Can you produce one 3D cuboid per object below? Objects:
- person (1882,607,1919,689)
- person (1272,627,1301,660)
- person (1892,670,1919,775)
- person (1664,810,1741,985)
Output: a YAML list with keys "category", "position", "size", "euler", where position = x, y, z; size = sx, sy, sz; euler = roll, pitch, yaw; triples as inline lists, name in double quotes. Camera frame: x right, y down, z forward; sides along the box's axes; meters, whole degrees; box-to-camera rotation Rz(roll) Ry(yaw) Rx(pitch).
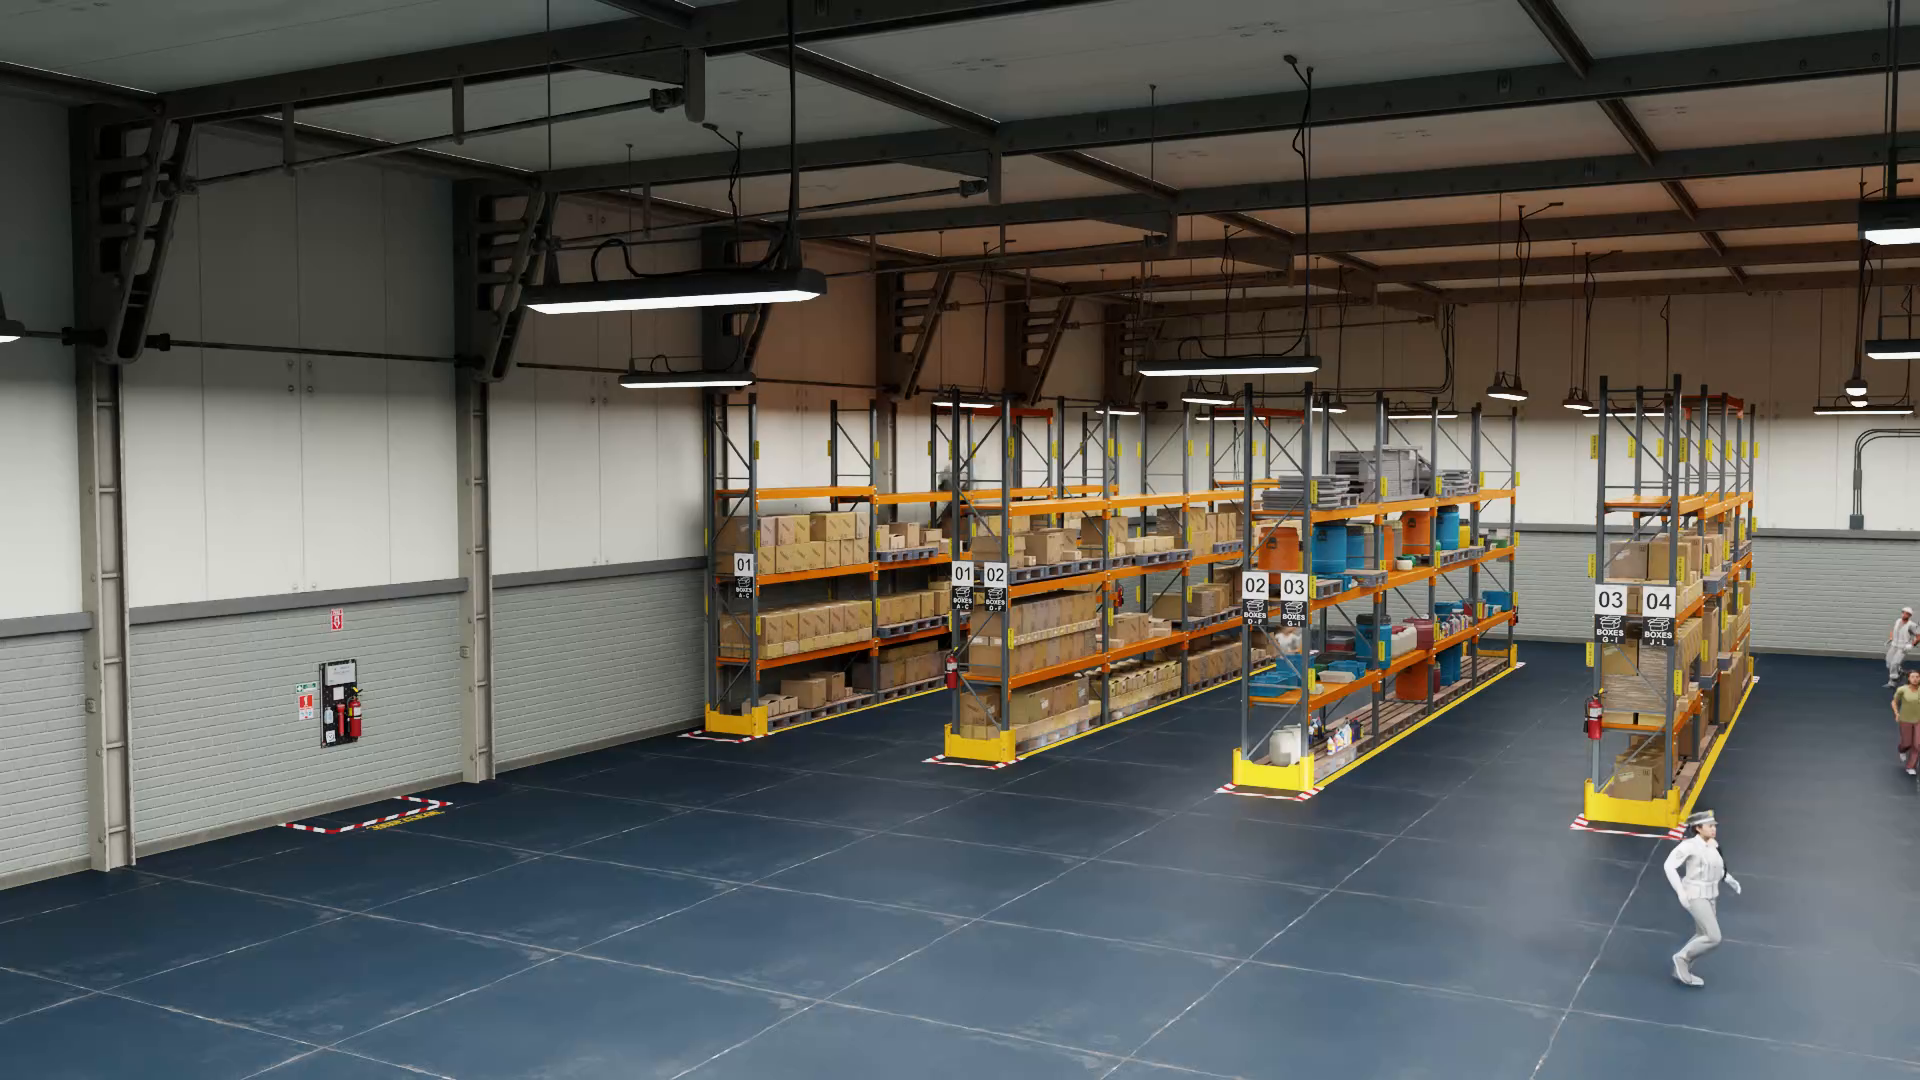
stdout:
- category: "person"
  position: [19.732, 2.264, 34.749]
  size: [0.648, 1.722, 0.697]
  euler: [-1, 3, -24]
- category: "person"
  position: [6.373, 2.399, 32.493]
  size: [0.577, 1.659, 0.845]
  euler: [1, 3, 18]
- category: "person"
  position: [14.777, 2.805, 25.814]
  size: [0.569, 1.618, 0.622]
  euler: [1, 3, 22]
- category: "person"
  position: [6.934, 3.329, 15.467]
  size: [0.623, 1.661, 0.560]
  euler: [-2, 4, -38]
